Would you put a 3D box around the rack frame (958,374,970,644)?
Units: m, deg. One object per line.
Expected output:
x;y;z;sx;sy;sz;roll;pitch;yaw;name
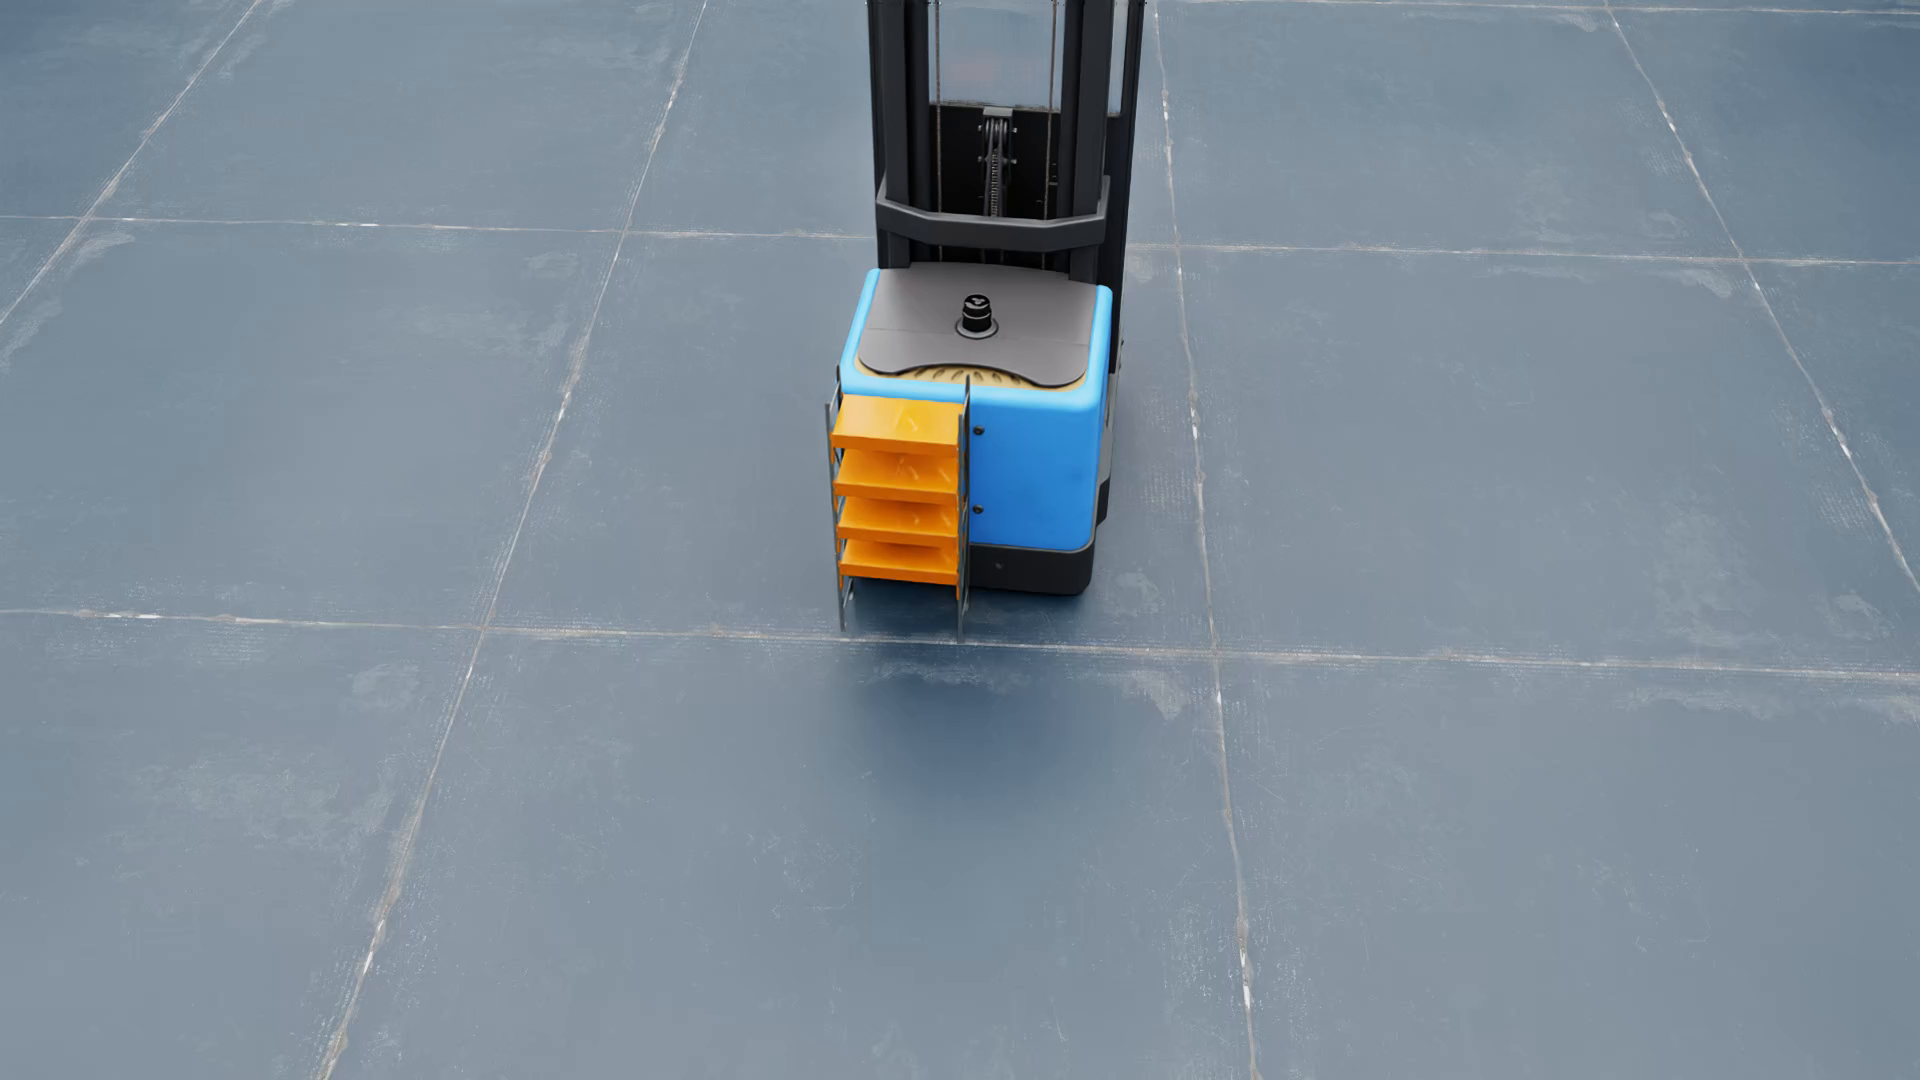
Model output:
0.015;-0.094;6.471;0.015;1.200;0.240;5;43;6;rack frame

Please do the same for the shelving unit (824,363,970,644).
-0.227;-0.116;6.494;0.503;1.200;0.258;5;43;6;shelving unit

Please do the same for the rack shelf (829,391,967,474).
-0.227;-0.403;6.226;0.480;0.148;0.258;5;43;6;rack shelf

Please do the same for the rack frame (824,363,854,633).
-0.468;-0.138;6.517;0.015;1.200;0.240;5;43;6;rack frame

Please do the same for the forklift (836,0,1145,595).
0.212;-1.853;7.089;1.130;2.935;3.031;5;43;6;forklift

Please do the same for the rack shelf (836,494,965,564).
-0.227;-0.067;6.540;0.480;0.148;0.258;5;43;6;rack shelf

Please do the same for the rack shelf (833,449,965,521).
-0.227;-0.230;6.387;0.480;0.148;0.258;5;43;6;rack shelf

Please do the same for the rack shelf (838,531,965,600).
-0.227;0.078;6.675;0.480;0.148;0.258;5;43;6;rack shelf
